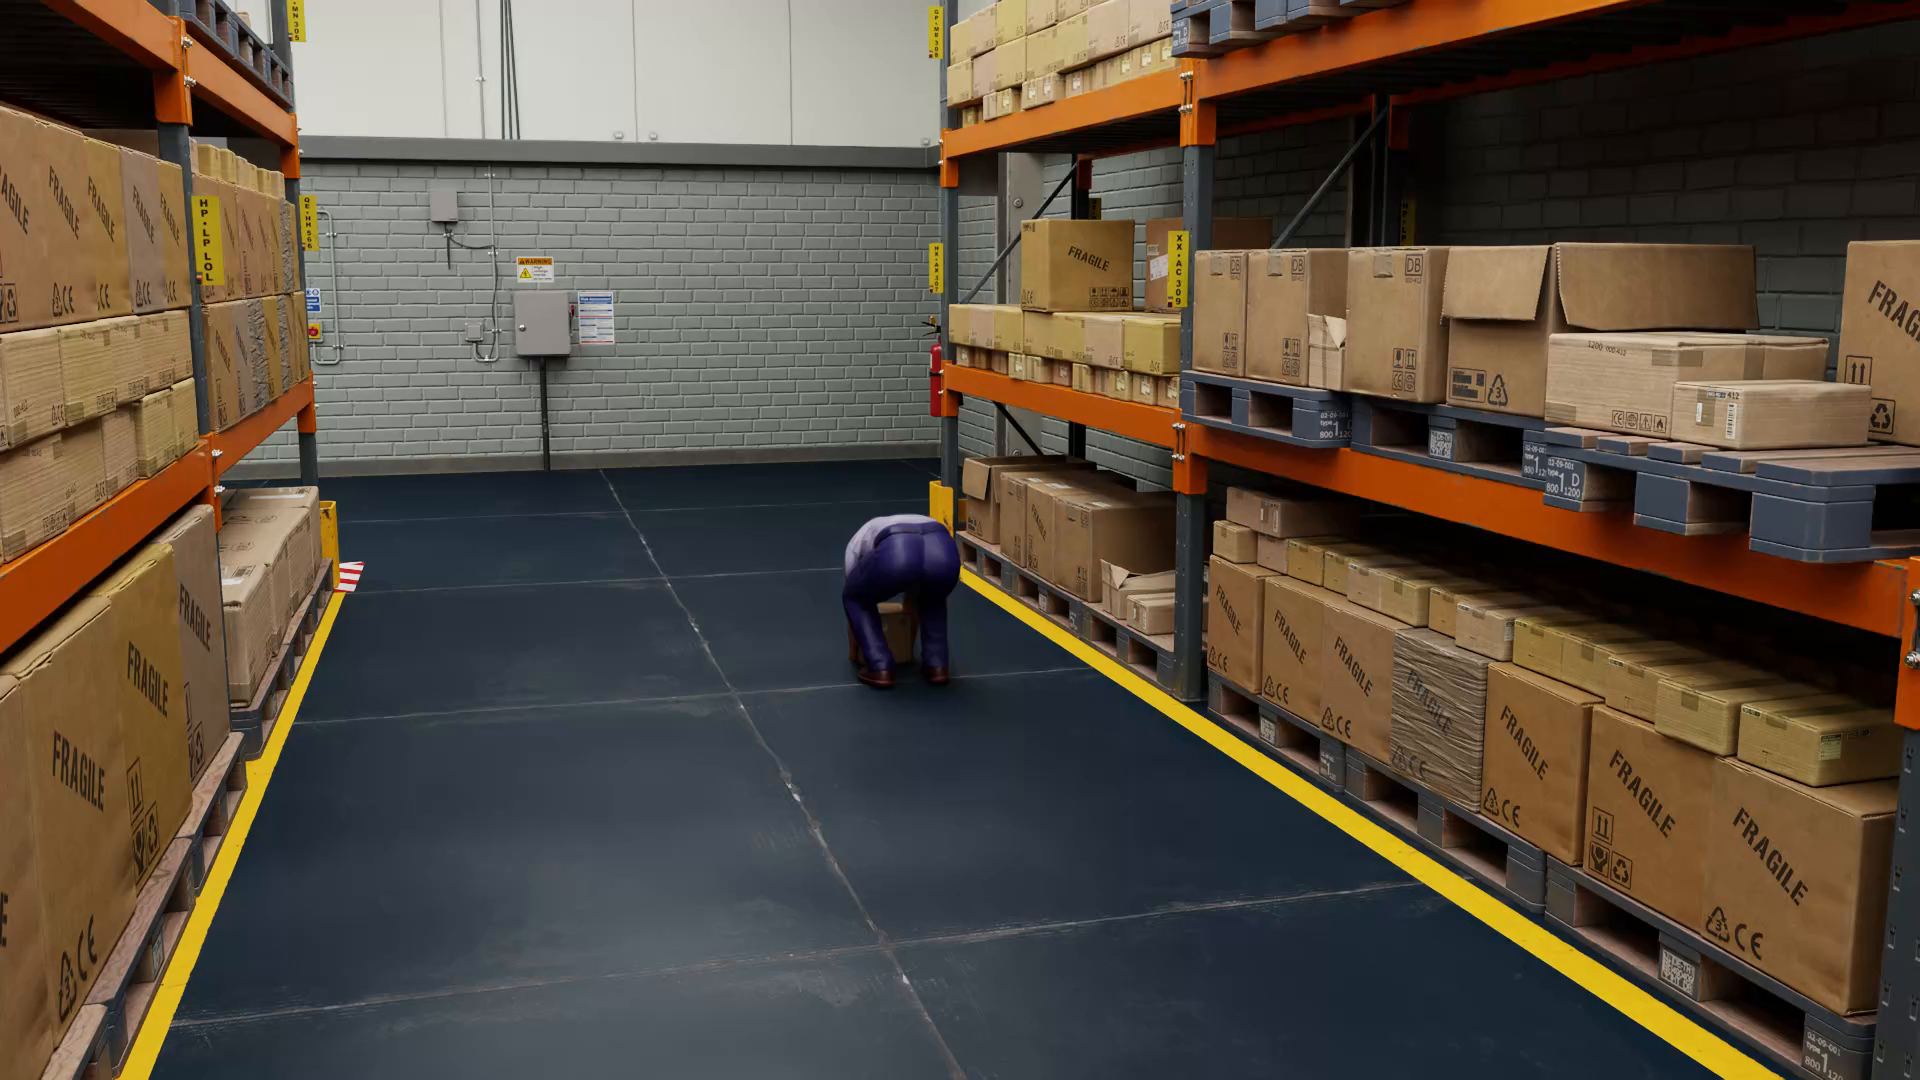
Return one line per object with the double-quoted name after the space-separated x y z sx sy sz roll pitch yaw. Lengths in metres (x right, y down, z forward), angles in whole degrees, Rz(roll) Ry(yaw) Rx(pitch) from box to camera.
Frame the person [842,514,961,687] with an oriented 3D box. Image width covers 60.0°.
-0.311 0.254 8.023 0.502 0.807 0.837 -3 10 -18 "person"
